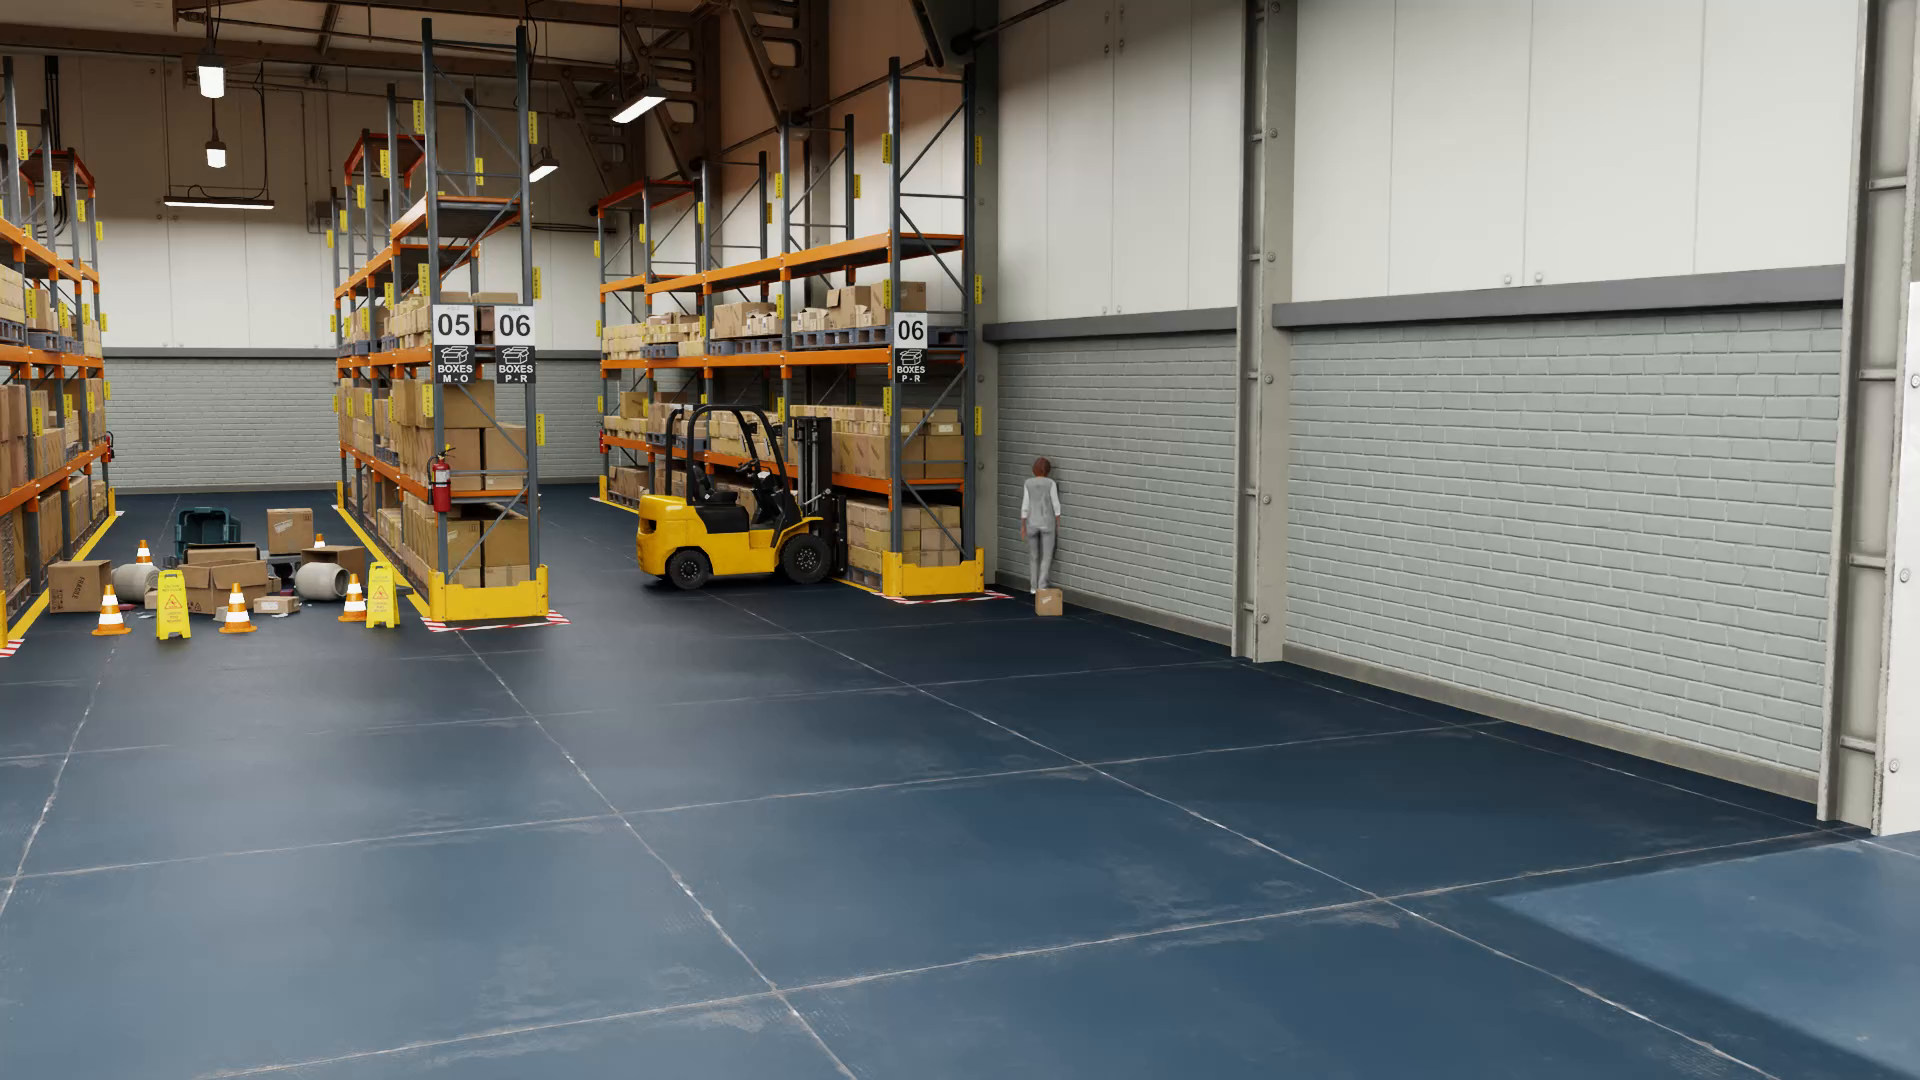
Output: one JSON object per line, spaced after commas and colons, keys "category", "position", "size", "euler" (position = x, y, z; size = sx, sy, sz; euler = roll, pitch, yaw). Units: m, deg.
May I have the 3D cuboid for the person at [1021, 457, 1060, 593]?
{"category": "person", "position": [0.930, -0.150, 18.635], "size": [0.445, 1.573, 0.718], "euler": [1, 6, 15]}
